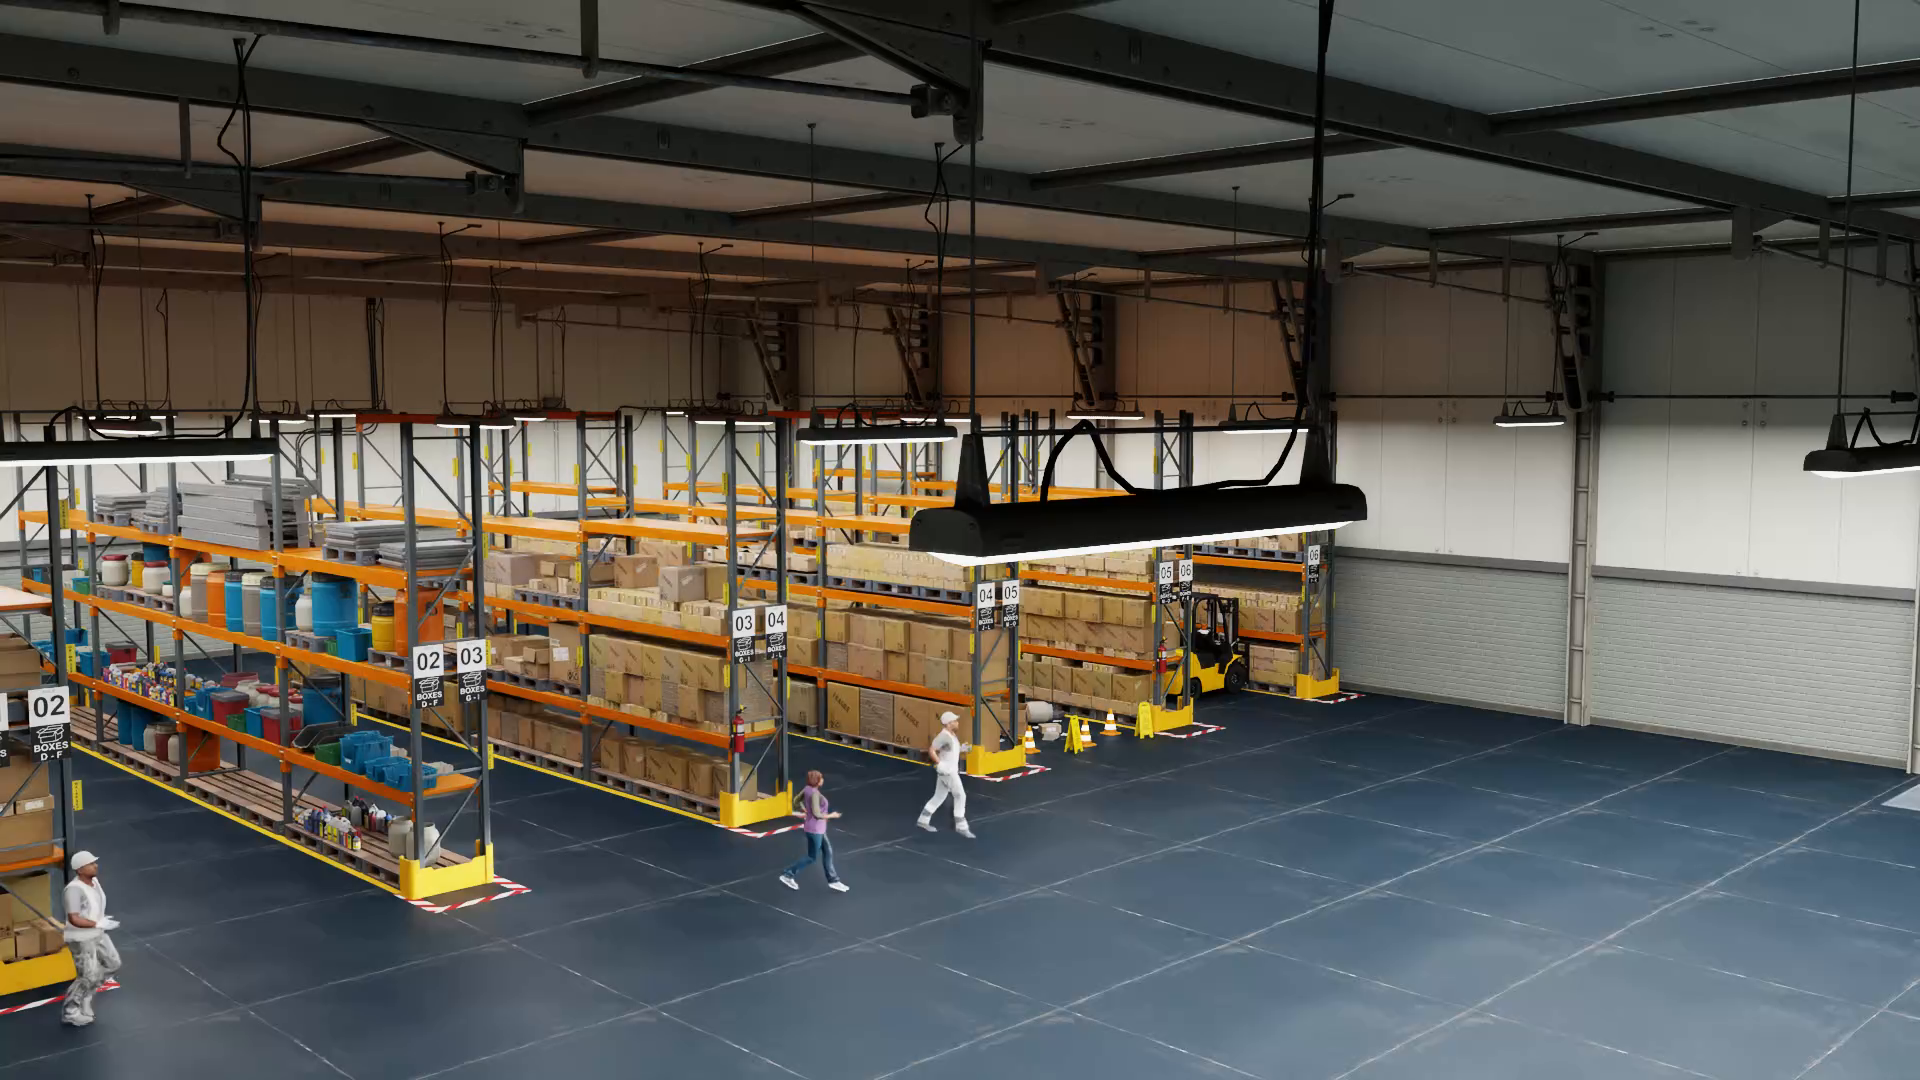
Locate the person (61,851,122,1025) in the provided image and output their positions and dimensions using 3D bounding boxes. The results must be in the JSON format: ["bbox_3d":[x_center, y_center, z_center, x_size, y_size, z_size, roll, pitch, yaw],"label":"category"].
[{"bbox_3d":[-8.756,3.991,16.795,0.621,1.749,0.716,-1,5,-6],"label":"person"}]

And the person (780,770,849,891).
[{"bbox_3d":[-1.843,3.712,21.090,0.873,1.576,0.552,-1,5,-12],"label":"person"}]

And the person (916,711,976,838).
[{"bbox_3d":[-0.208,3.365,23.893,0.856,1.836,0.624,0,5,-4],"label":"person"}]

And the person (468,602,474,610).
[{"bbox_3d":[-11.848,2.007,40.218,0.845,1.659,0.667,-3,6,-29],"label":"person"}]
